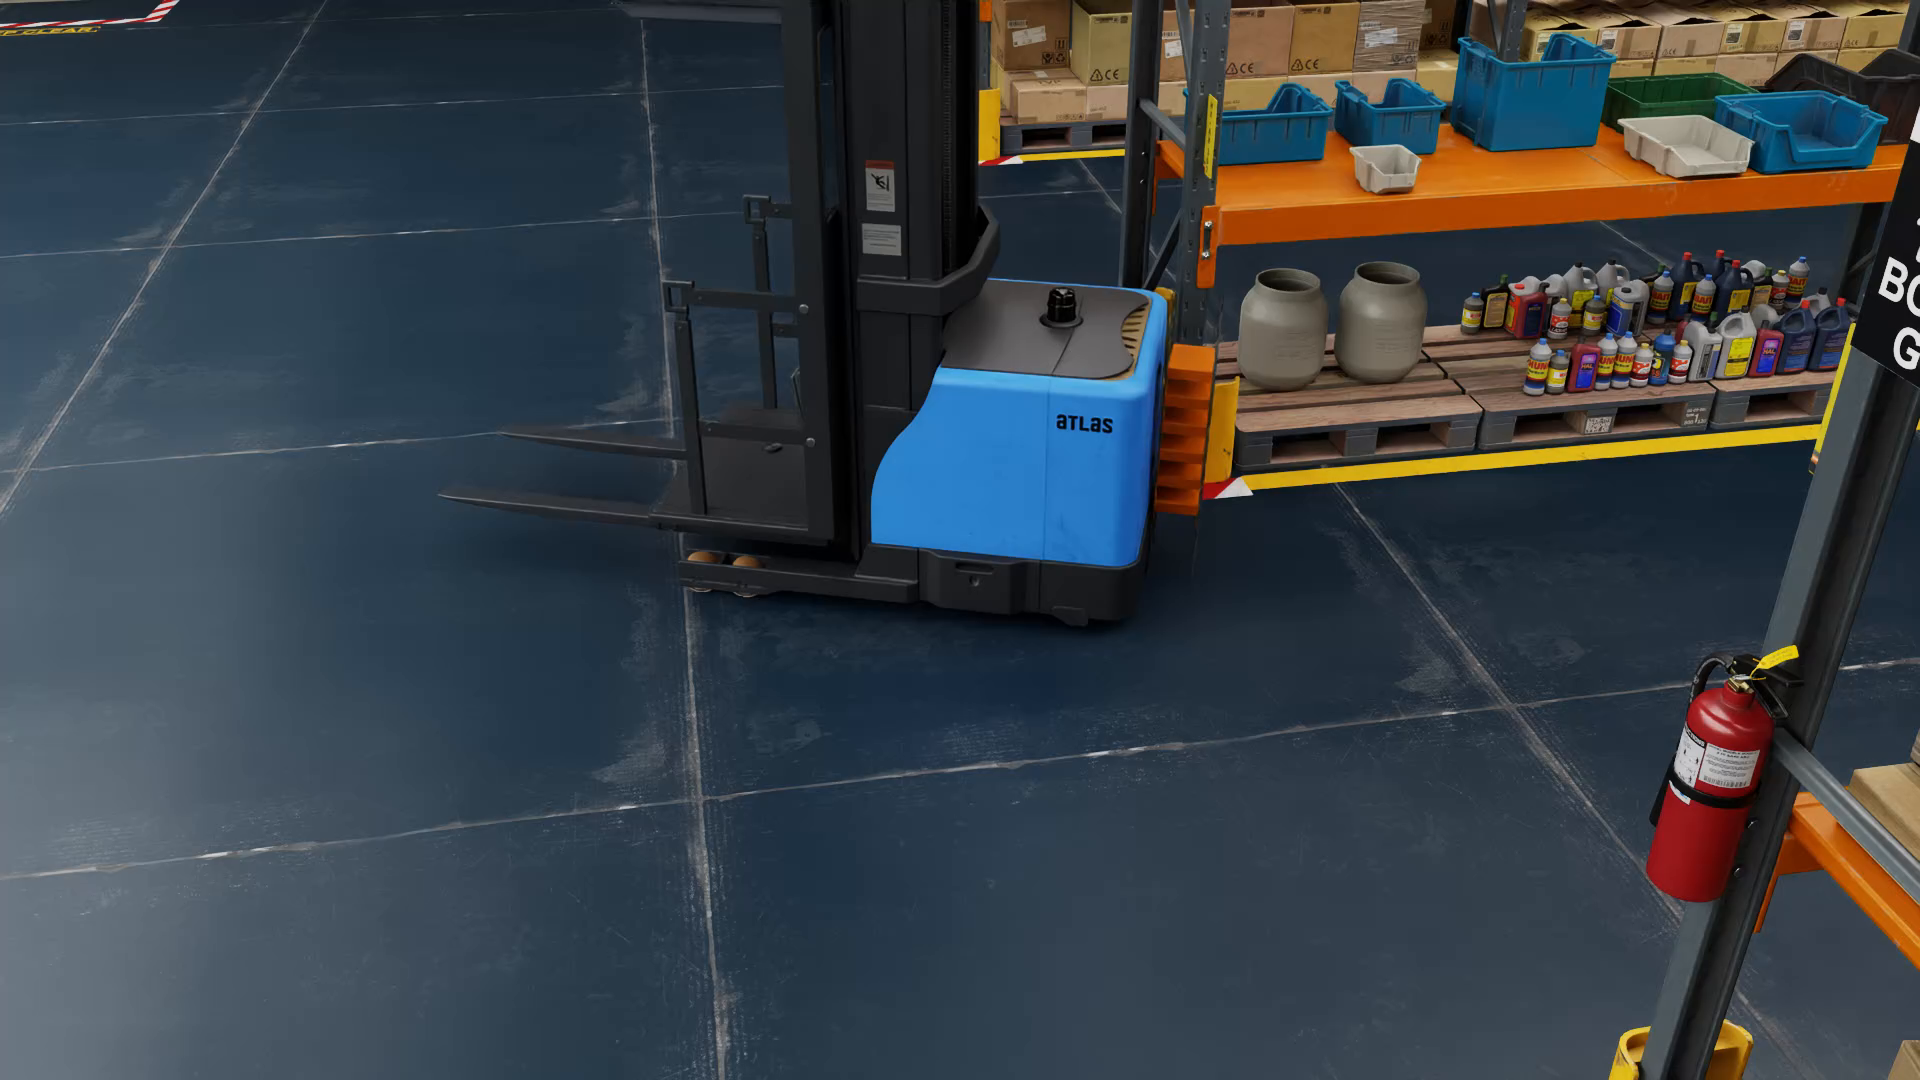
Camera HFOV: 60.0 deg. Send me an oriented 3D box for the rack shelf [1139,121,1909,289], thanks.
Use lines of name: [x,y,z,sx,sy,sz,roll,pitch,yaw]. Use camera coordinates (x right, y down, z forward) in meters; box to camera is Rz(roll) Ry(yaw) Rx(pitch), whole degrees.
rack shelf: [2.901,-1.686,7.868,4.000,0.370,1.077,-5,31,-9]

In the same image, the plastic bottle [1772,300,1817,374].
plastic bottle: [4.098,-1.006,8.182,0.185,0.351,0.144,-7,31,-11]

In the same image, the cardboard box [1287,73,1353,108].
cardboard box: [2.580,-3.399,12.370,0.500,0.250,0.500,-5,31,-9]

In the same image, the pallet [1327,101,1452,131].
pallet: [3.190,-3.395,12.815,1.213,0.211,1.003,-5,31,-9]

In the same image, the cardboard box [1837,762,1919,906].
cardboard box: [2.069,0.635,3.458,0.250,0.149,0.380,-5,31,-9]

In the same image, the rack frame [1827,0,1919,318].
rack frame: [4.868,-2.179,7.996,0.127,3.000,1.000,-5,31,-9]

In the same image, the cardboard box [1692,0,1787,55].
cardboard box: [5.943,-3.941,12.738,0.500,0.311,0.500,-4,31,-8]

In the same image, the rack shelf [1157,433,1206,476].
rack shelf: [0.911,-0.373,6.785,0.180,0.103,0.258,7,31,9]

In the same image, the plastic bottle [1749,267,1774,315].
plastic bottle: [4.182,-1.291,8.732,0.133,0.283,0.061,-5,31,-9]

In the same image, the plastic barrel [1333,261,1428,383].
plastic barrel: [2.060,-1.066,8.144,0.421,0.512,0.421,0,30,0]

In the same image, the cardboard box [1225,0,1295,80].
cardboard box: [2.088,-3.676,12.101,0.500,0.500,0.500,-5,31,-9]

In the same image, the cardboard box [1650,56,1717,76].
cardboard box: [5.433,-3.652,12.801,0.500,0.250,0.500,-6,31,-10]

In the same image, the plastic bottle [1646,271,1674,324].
plastic bottle: [3.676,-1.276,8.719,0.097,0.271,0.097,0,30,0]

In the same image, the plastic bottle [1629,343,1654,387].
plastic bottle: [3.306,-0.857,8.074,0.097,0.201,0.097,0,30,0]

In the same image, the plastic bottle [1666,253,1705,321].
plastic bottle: [3.814,-1.342,8.753,0.185,0.351,0.144,-7,31,-11]

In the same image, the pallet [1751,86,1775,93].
pallet: [5.900,-3.646,13.243,1.213,0.211,1.003,-5,31,-9]

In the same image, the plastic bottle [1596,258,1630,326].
plastic bottle: [3.396,-1.304,8.687,0.185,0.351,0.144,-6,31,-9]

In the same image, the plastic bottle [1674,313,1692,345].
plastic bottle: [3.600,-0.988,8.217,0.133,0.283,0.061,-5,31,-9]

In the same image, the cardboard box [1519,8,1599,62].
cardboard box: [4.431,-3.800,12.498,0.500,0.311,0.500,-5,31,-9]

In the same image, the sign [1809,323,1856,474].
sign: [1.745,-0.258,3.275,0.005,0.325,0.100,-5,31,-9]

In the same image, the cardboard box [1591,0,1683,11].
cardboard box: [5.328,-4.161,13.112,0.500,0.311,0.500,-5,31,-9]

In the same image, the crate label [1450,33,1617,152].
crate label: [2.695,-2.132,7.881,0.616,0.435,0.502,-5,31,-9]

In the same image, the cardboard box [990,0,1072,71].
cardboard box: [0.519,-3.800,12.312,0.500,0.500,0.500,-5,31,-9]

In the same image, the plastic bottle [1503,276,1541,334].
plastic bottle: [2.914,-1.225,8.627,0.135,0.276,0.152,-5,31,-9]

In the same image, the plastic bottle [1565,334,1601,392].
plastic bottle: [2.999,-0.854,7.989,0.133,0.283,0.061,-5,31,-8]

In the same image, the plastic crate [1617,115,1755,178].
plastic crate: [3.316,-1.791,7.596,0.437,0.136,0.530,-5,31,-9]

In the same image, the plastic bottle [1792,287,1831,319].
plastic bottle: [4.261,-1.096,8.334,0.185,0.351,0.144,-5,31,-9]

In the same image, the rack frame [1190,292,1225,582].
rack frame: [1.002,-0.401,6.747,0.006,1.200,0.240,7,31,9]

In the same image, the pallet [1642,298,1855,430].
pallet: [4.200,-0.936,8.634,1.213,0.211,1.003,-5,31,-9]

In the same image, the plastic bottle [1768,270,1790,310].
plastic bottle: [4.376,-1.342,8.900,0.097,0.201,0.097,0,30,0]

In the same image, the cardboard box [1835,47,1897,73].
cardboard box: [6.934,-3.791,13.037,0.500,0.250,0.500,-6,31,-10]

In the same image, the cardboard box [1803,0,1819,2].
cardboard box: [6.831,-4.298,13.345,0.500,0.311,0.500,-6,31,-10]

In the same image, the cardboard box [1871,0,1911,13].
cardboard box: [7.443,-4.081,12.976,0.500,0.311,0.500,-5,31,-8]

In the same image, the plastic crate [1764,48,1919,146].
plastic crate: [4.330,-2.168,8.038,0.504,0.338,0.767,-5,31,-9]

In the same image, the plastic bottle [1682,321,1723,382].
plastic bottle: [3.619,-0.932,8.129,0.135,0.276,0.152,-5,31,-8]

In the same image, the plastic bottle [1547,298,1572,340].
plastic bottle: [3.091,-1.145,8.564,0.097,0.201,0.097,0,30,0]

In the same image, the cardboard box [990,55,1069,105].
cardboard box: [0.519,-3.476,12.500,0.500,0.250,0.500,-5,31,-9]

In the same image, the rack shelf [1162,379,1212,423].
rack shelf: [0.916,-0.580,6.662,0.180,0.103,0.258,7,31,9]

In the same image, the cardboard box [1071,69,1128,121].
cardboard box: [1.104,-3.265,12.141,0.500,0.250,0.500,-5,31,-9]

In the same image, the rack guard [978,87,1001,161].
rack guard: [0.021,-3.204,12.205,0.348,0.500,1.175,-5,31,-9]

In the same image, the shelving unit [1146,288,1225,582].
shelving unit: [0.912,-0.412,6.762,0.189,1.200,0.258,7,31,9]

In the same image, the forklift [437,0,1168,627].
forklift: [-0.697,-1.282,6.539,3.031,2.935,1.130,6,31,10]
